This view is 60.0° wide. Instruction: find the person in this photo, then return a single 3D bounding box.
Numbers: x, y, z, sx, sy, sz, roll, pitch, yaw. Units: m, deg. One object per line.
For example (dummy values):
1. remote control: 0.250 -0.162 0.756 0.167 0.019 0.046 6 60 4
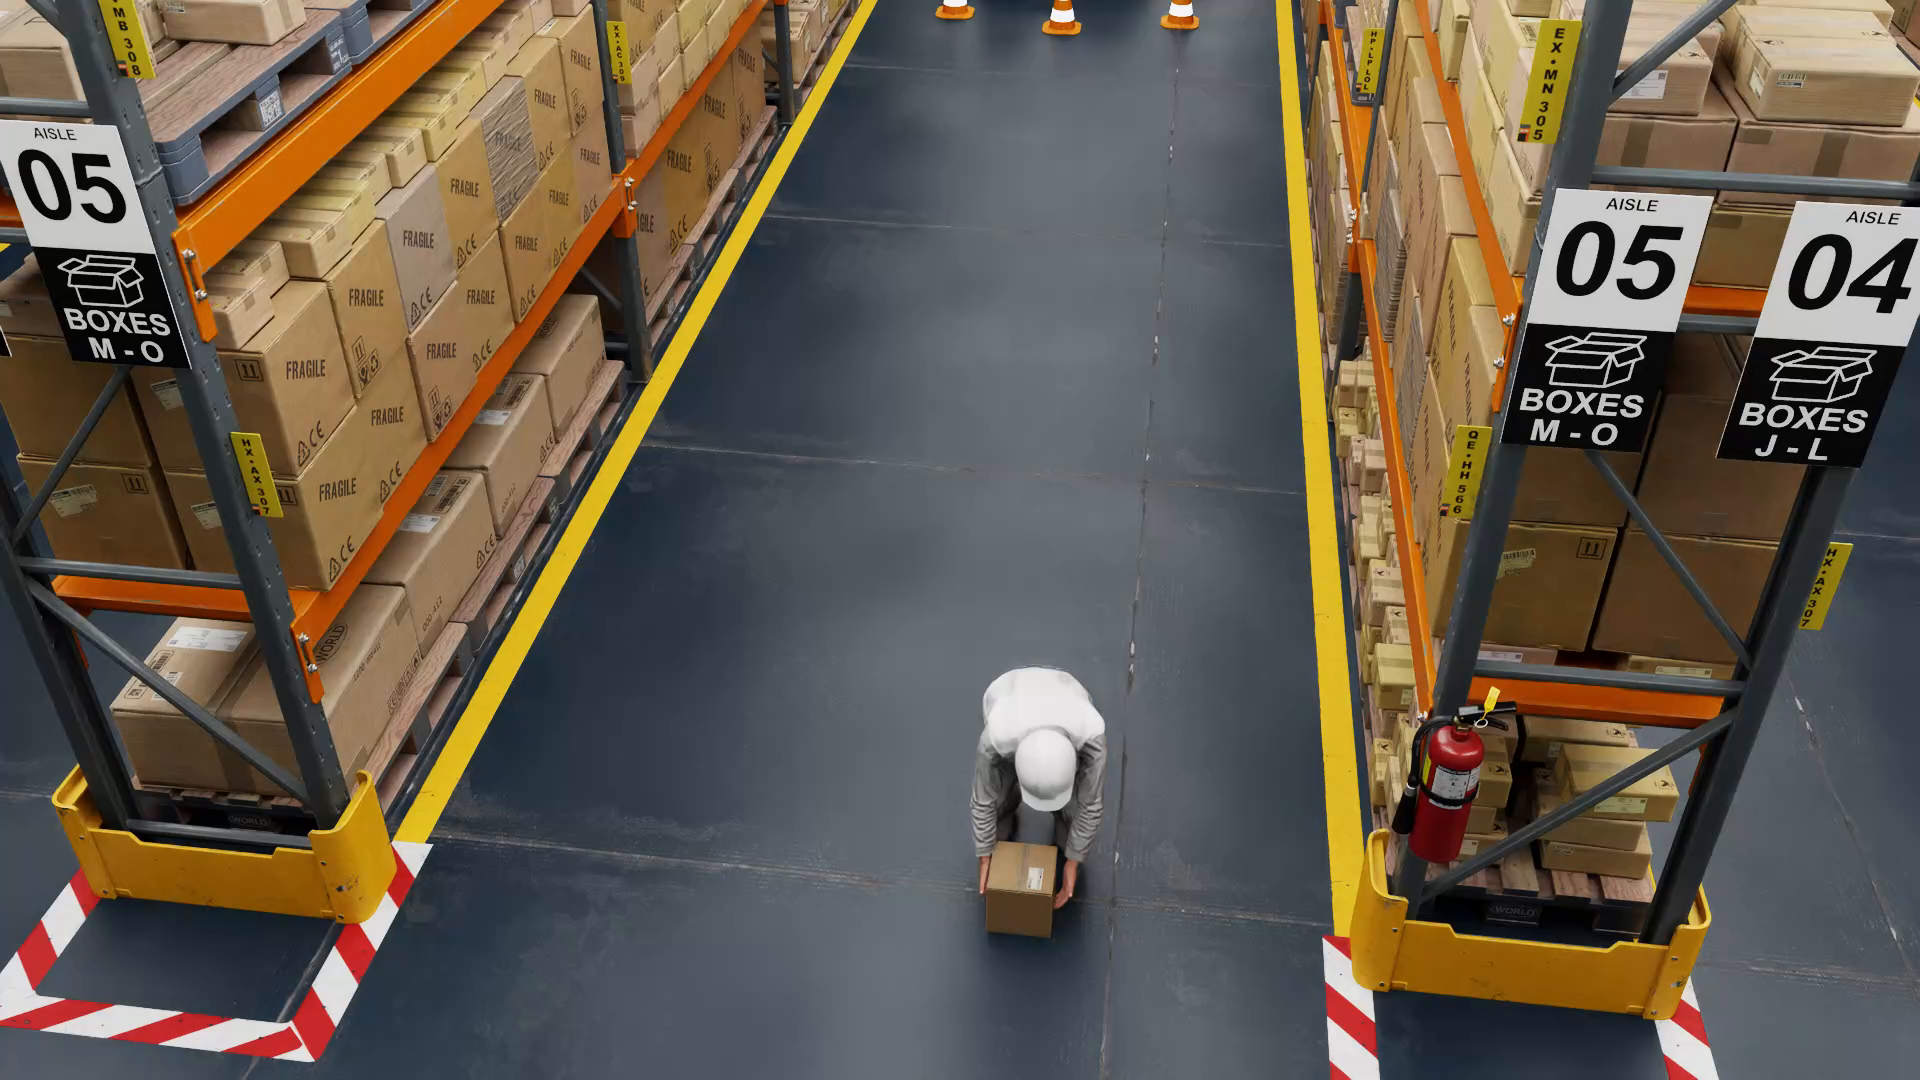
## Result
1. person: 0.306 0.894 6.508 0.534 0.930 0.913 4 36 6
